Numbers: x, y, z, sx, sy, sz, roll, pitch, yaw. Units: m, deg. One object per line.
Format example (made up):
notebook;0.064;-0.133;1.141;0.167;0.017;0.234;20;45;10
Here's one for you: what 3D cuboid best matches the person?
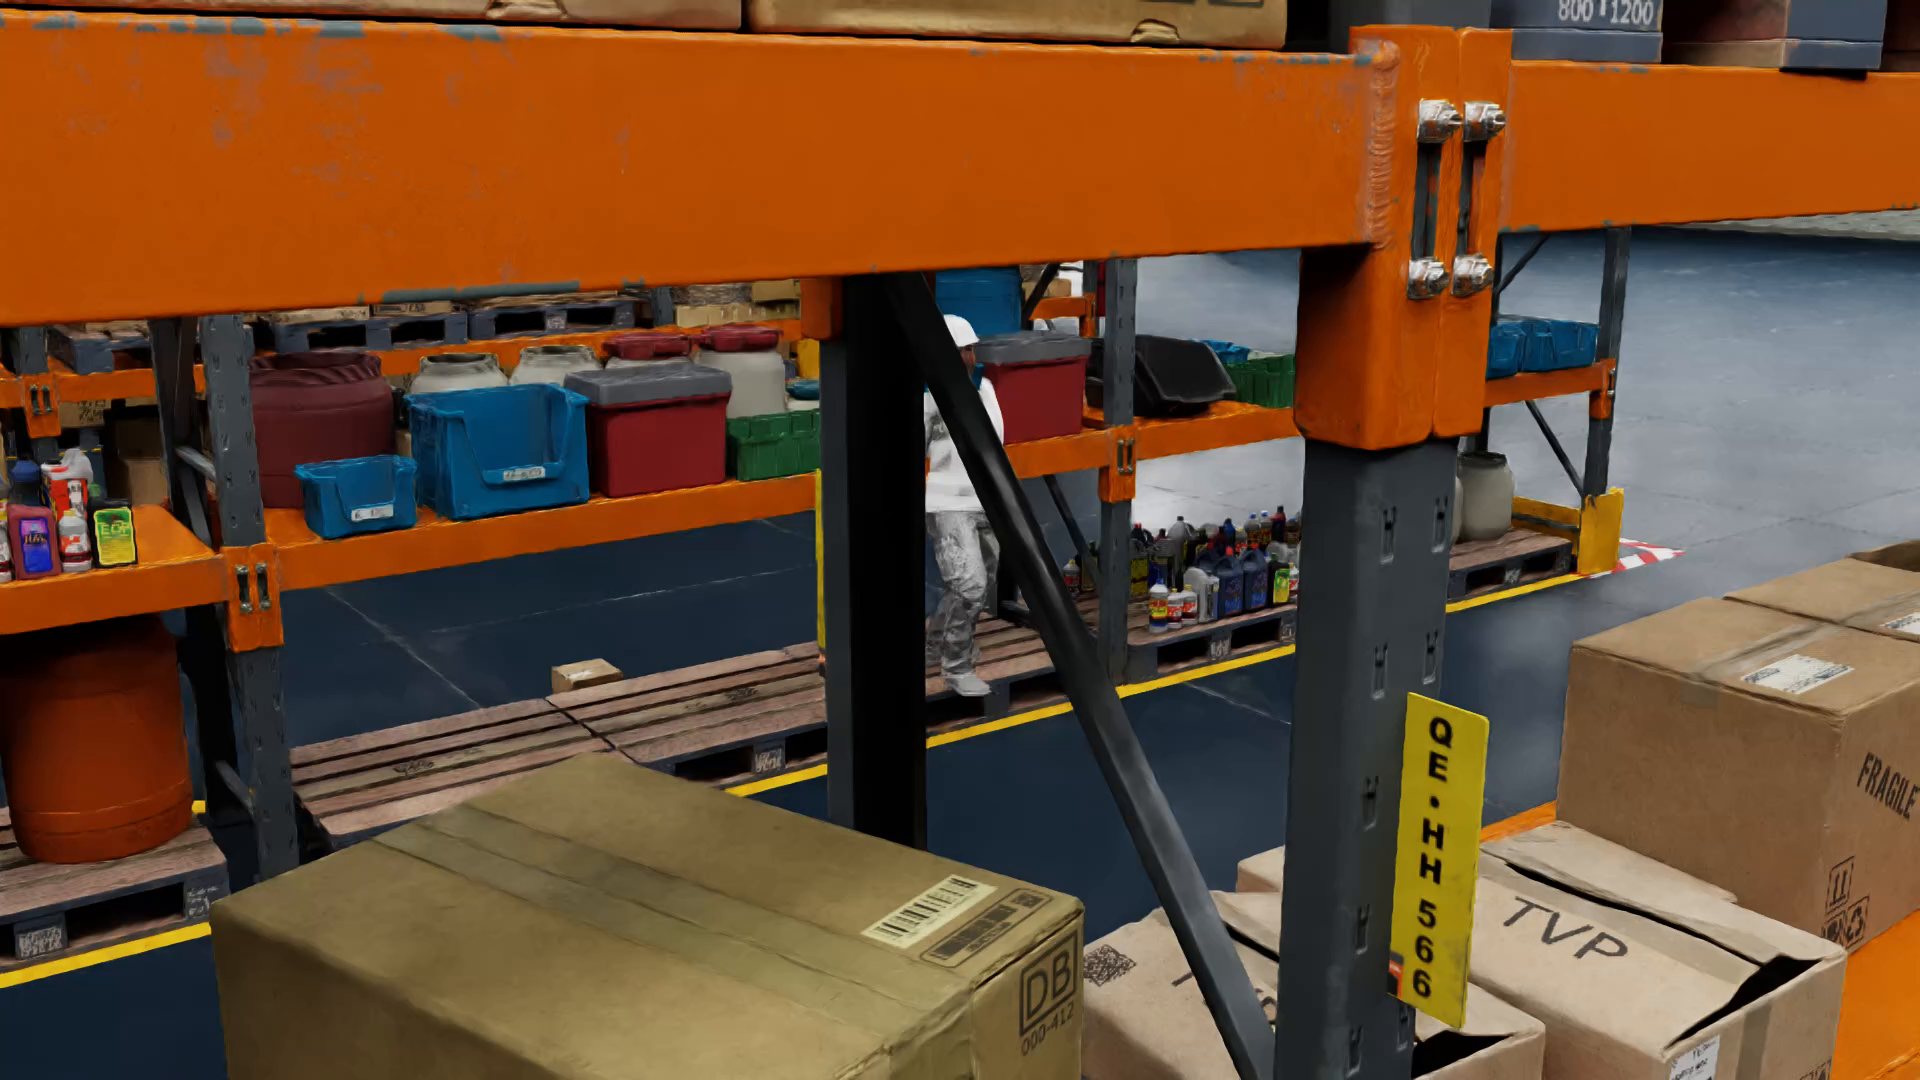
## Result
person;-0.020;-0.169;7.571;0.603;1.719;0.702;11;18;36
